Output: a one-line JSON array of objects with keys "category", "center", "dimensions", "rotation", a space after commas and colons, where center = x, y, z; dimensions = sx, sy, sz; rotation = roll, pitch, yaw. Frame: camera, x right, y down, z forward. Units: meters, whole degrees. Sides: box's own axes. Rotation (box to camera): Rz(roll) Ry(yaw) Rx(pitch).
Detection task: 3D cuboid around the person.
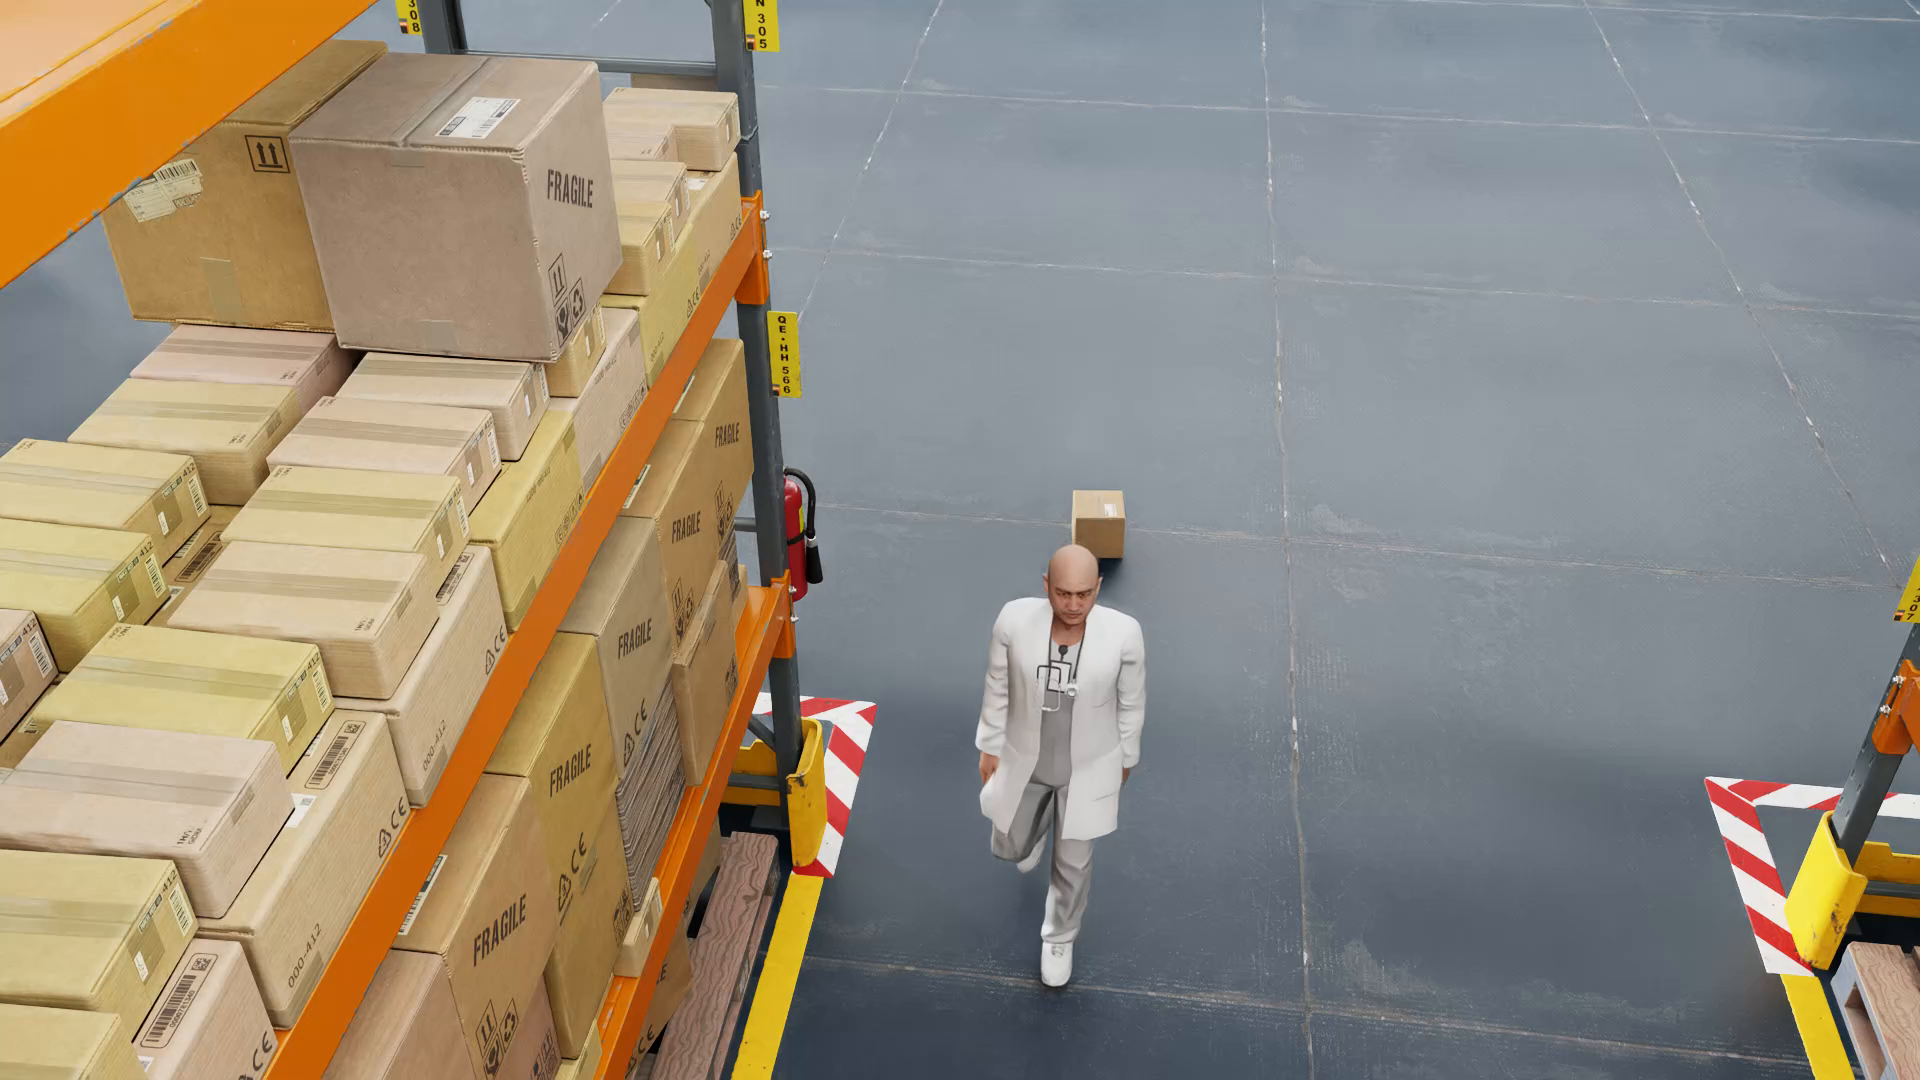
[{"category": "person", "center": [0.352, 0.752, 5.962], "dimensions": [0.591, 1.761, 0.731], "rotation": [7, 36, 9]}]
